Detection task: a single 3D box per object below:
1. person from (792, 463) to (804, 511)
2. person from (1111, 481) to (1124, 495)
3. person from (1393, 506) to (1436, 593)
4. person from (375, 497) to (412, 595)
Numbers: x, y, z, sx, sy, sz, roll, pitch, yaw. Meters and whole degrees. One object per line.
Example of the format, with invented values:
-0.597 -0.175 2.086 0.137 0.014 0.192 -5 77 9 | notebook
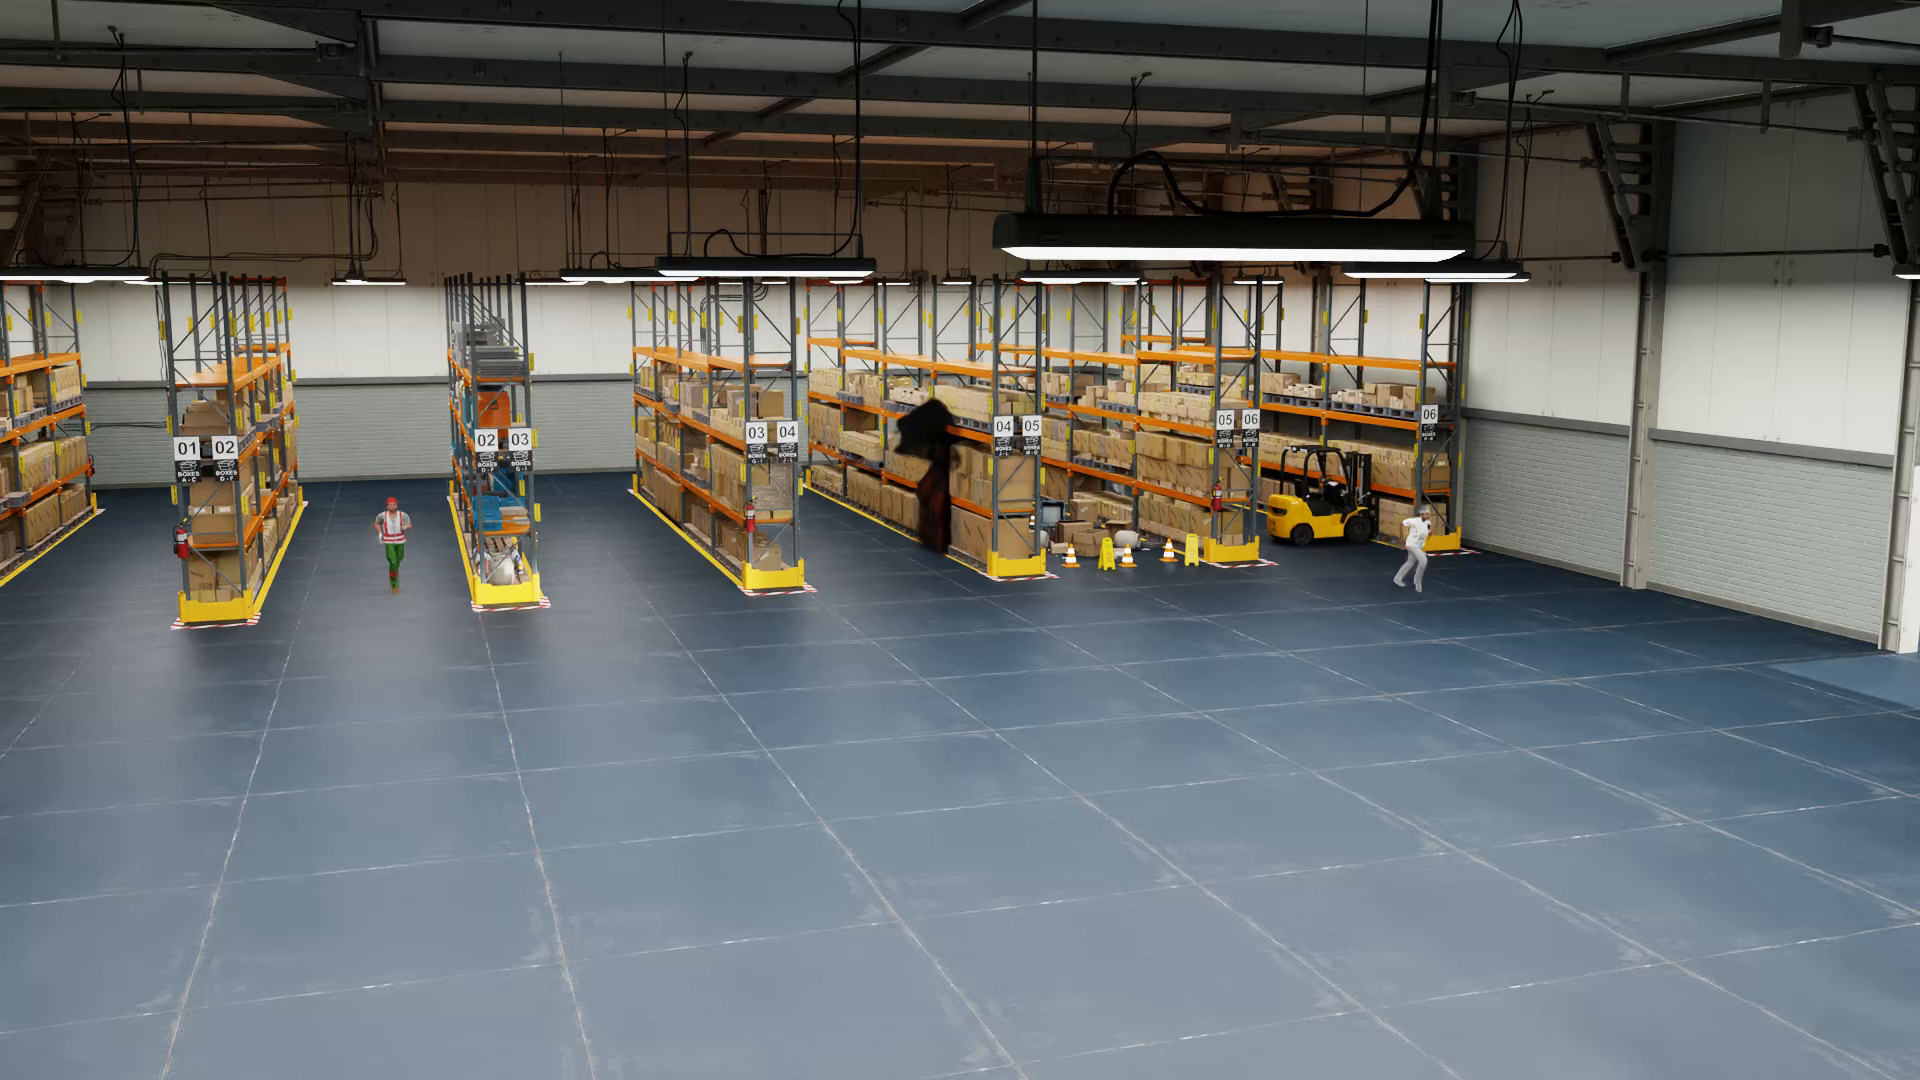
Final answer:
-3.928 -1.250 39.132 0.525 1.621 0.774 -3 9 -20 | person
4.300 -1.839 44.869 0.590 1.634 0.563 -4 9 -22 | person
8.640 0.152 31.645 0.568 1.660 0.902 -7 11 -39 | person
-10.720 0.099 31.568 0.620 1.851 0.799 -5 10 -31 | person
